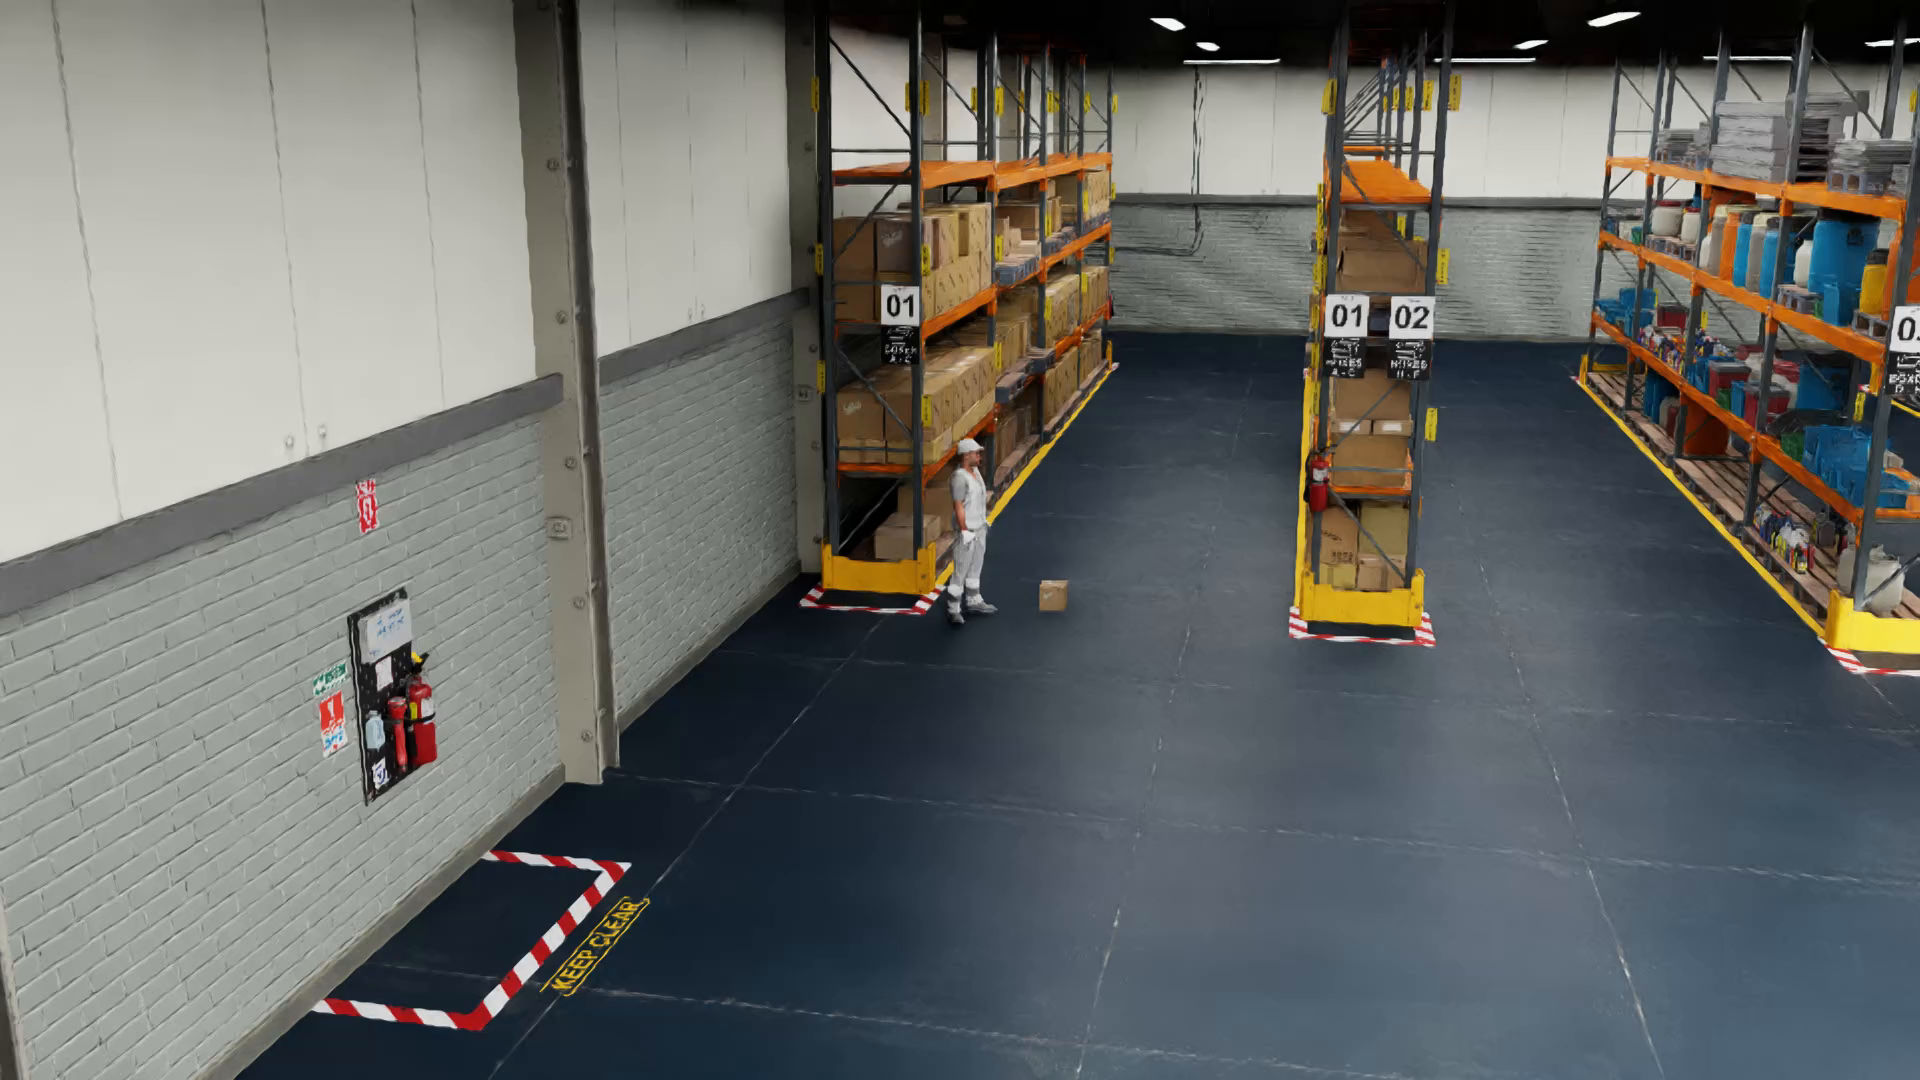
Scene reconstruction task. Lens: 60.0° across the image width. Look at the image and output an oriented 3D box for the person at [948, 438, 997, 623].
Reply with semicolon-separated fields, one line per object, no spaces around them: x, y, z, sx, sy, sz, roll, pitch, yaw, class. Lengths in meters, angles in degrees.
0.109;-0.120;16.298;0.377;1.793;0.687;6;16;23;person
